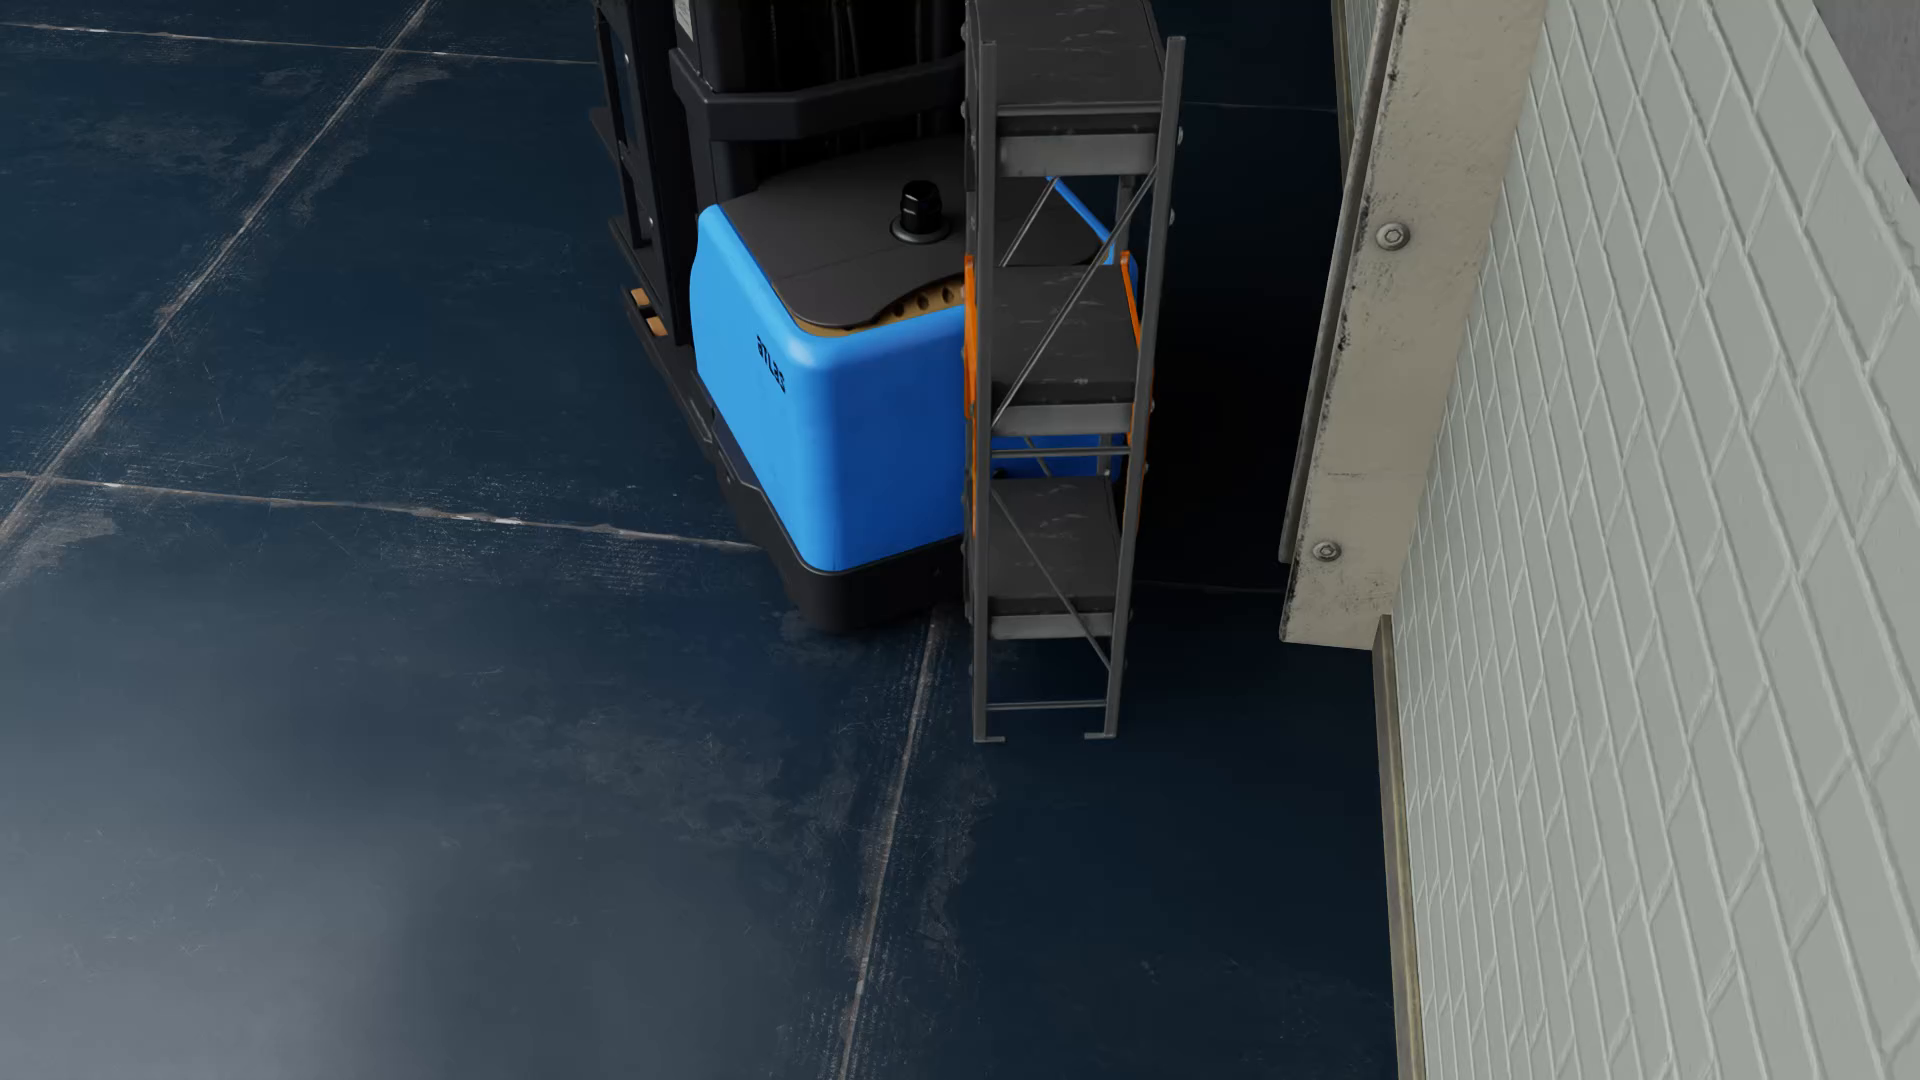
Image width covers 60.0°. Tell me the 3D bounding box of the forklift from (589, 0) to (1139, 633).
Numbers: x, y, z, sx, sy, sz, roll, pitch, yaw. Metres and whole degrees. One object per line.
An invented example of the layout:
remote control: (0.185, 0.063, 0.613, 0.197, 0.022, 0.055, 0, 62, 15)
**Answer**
forklift: (-0.572, -1.811, 5.031, 1.130, 2.935, 3.031, -18, 46, -18)

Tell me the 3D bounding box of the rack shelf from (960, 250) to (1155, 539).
rack shelf: (0.227, -0.362, 4.125, 0.431, 0.518, 0.480, -2, 43, -2)

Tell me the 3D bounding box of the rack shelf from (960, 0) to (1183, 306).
rack shelf: (0.227, -0.870, 3.644, 0.431, 0.518, 0.480, -2, 43, -2)

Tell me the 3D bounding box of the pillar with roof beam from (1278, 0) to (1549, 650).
pillar with roof beam: (-3.141, -3.481, 2.381, 9.100, 9.000, 0.400, 5, 44, 6)

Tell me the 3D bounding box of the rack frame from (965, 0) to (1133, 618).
rack frame: (0.216, -0.539, 4.293, 0.400, 2.100, 0.015, -2, 43, -2)

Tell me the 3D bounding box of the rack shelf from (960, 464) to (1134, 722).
rack shelf: (0.227, 0.146, 4.606, 0.431, 0.518, 0.480, -2, 43, -2)

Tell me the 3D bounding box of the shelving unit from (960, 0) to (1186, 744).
shelving unit: (0.227, -0.372, 4.116, 0.431, 2.100, 0.503, -2, 43, -2)

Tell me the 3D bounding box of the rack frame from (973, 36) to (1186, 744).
rack frame: (0.238, -0.204, 3.939, 0.400, 2.100, 0.015, -2, 43, -2)
